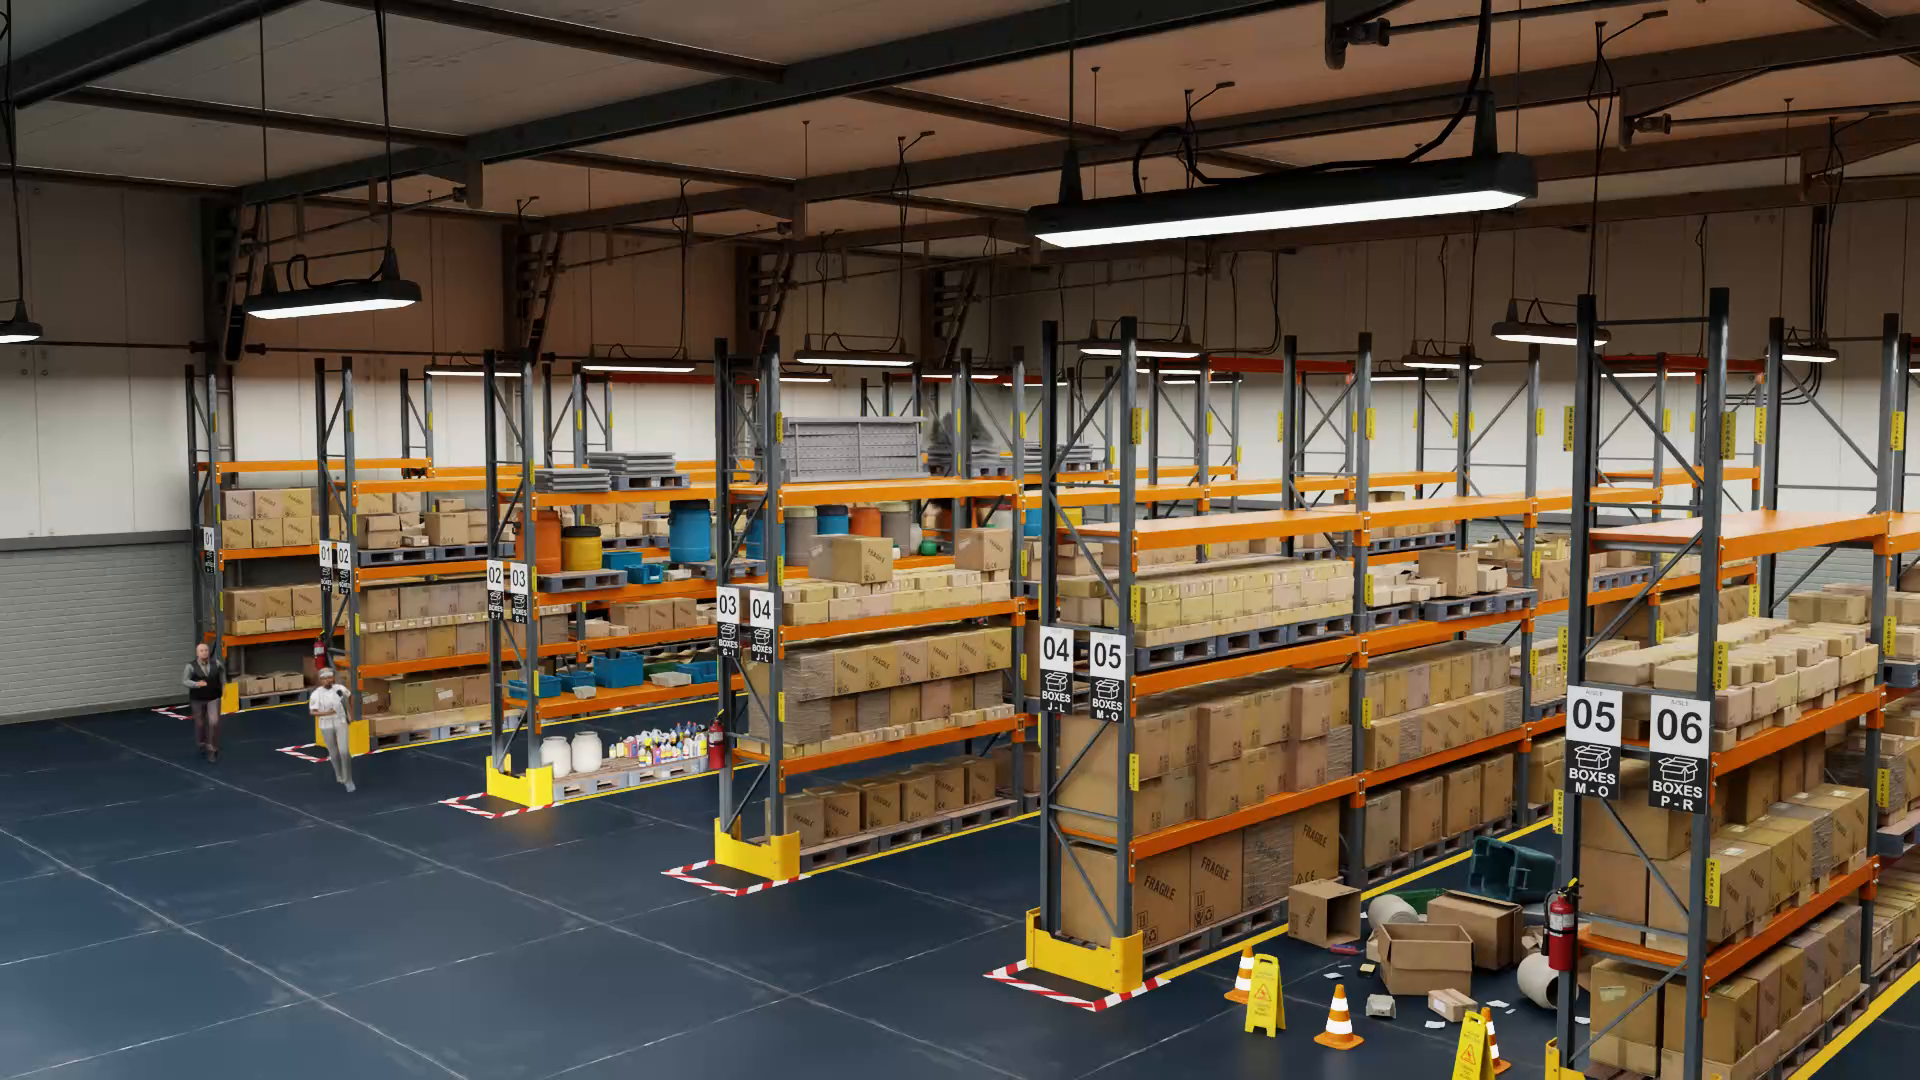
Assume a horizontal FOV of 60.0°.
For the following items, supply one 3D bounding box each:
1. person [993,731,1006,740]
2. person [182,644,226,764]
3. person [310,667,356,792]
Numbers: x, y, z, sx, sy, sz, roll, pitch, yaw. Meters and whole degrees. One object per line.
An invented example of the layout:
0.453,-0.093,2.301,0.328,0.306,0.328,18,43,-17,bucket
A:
0.628,2.307,26.511,0.655,1.685,0.656,-4,6,-43,person
-11.196,2.417,24.661,0.599,1.782,0.851,-2,5,-25,person
-8.615,2.591,22.845,0.567,1.735,0.669,-1,5,-18,person
